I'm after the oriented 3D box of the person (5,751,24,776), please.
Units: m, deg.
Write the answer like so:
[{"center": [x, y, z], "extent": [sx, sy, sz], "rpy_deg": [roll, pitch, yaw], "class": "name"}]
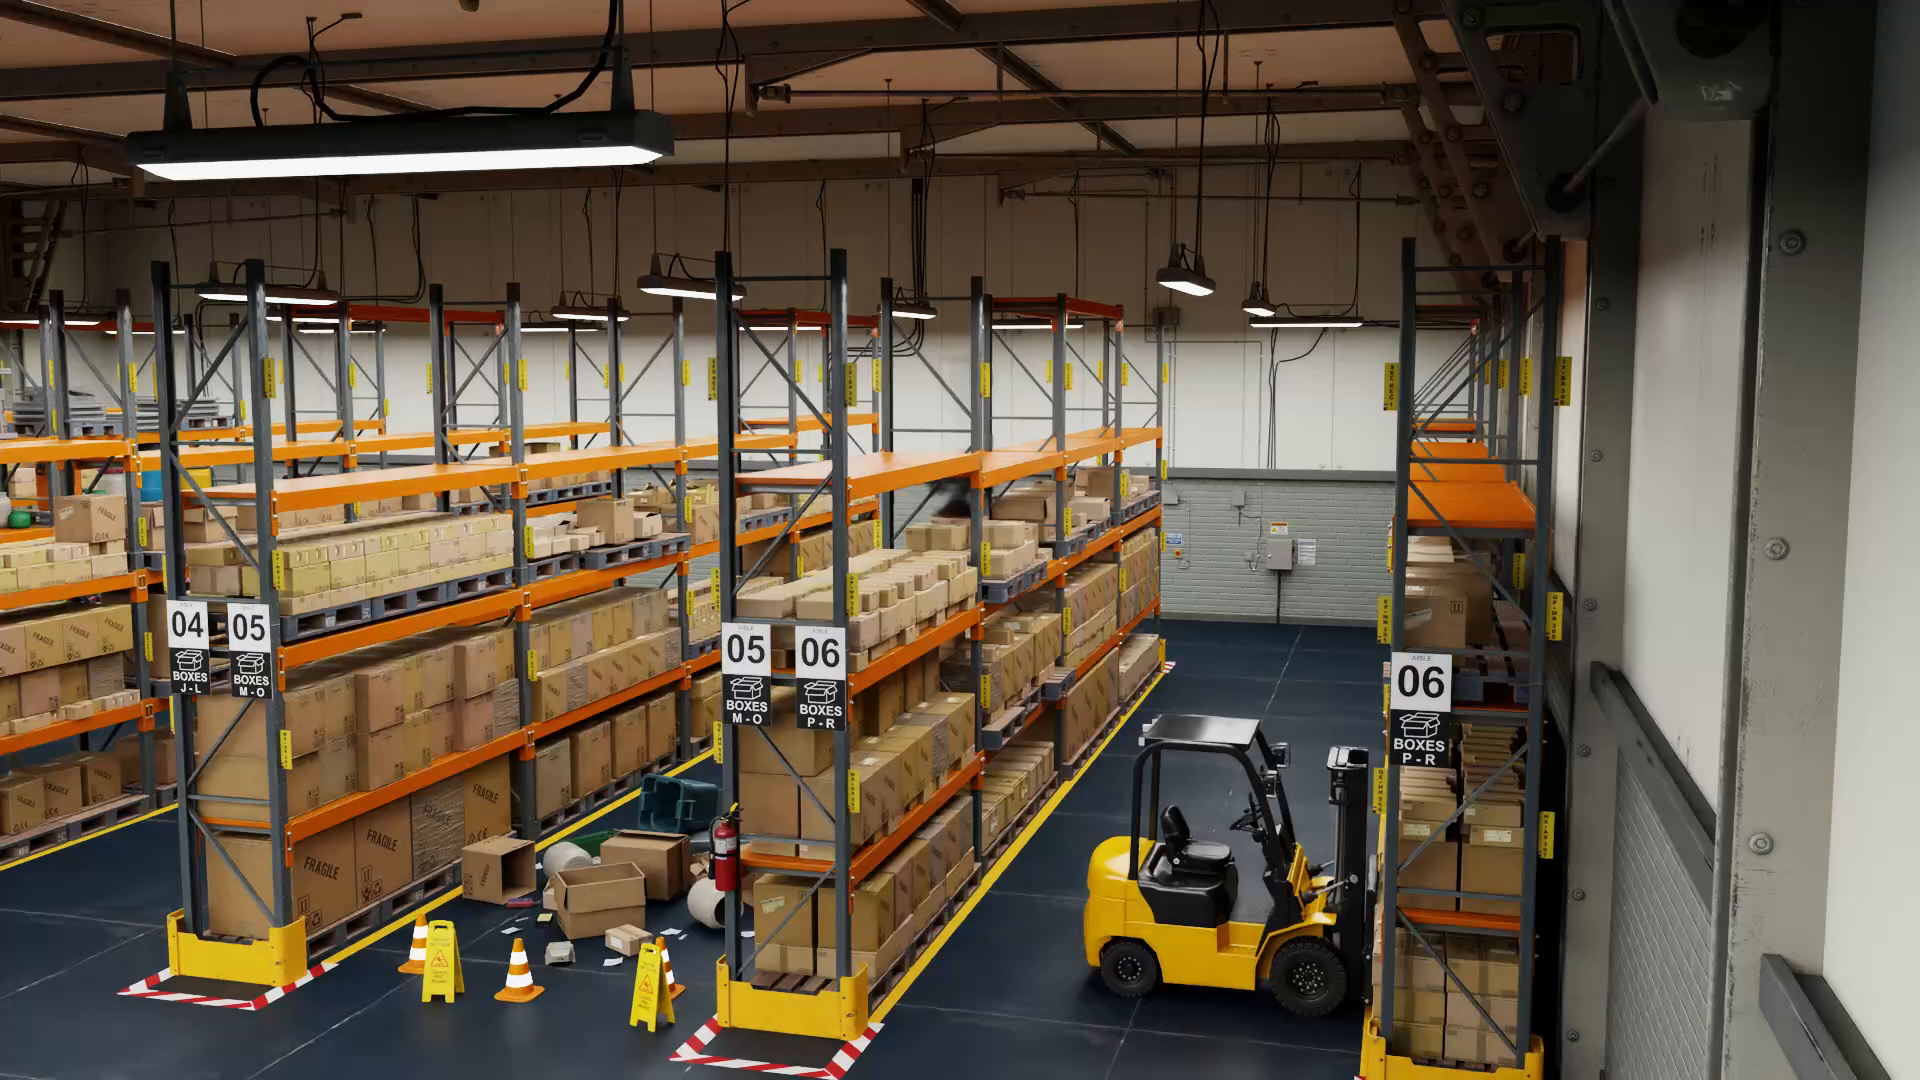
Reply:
[{"center": [-11.837, 2.190, 20.396], "extent": [0.586, 1.695, 0.834], "rpy_deg": [1, 6, 10], "class": "person"}]
